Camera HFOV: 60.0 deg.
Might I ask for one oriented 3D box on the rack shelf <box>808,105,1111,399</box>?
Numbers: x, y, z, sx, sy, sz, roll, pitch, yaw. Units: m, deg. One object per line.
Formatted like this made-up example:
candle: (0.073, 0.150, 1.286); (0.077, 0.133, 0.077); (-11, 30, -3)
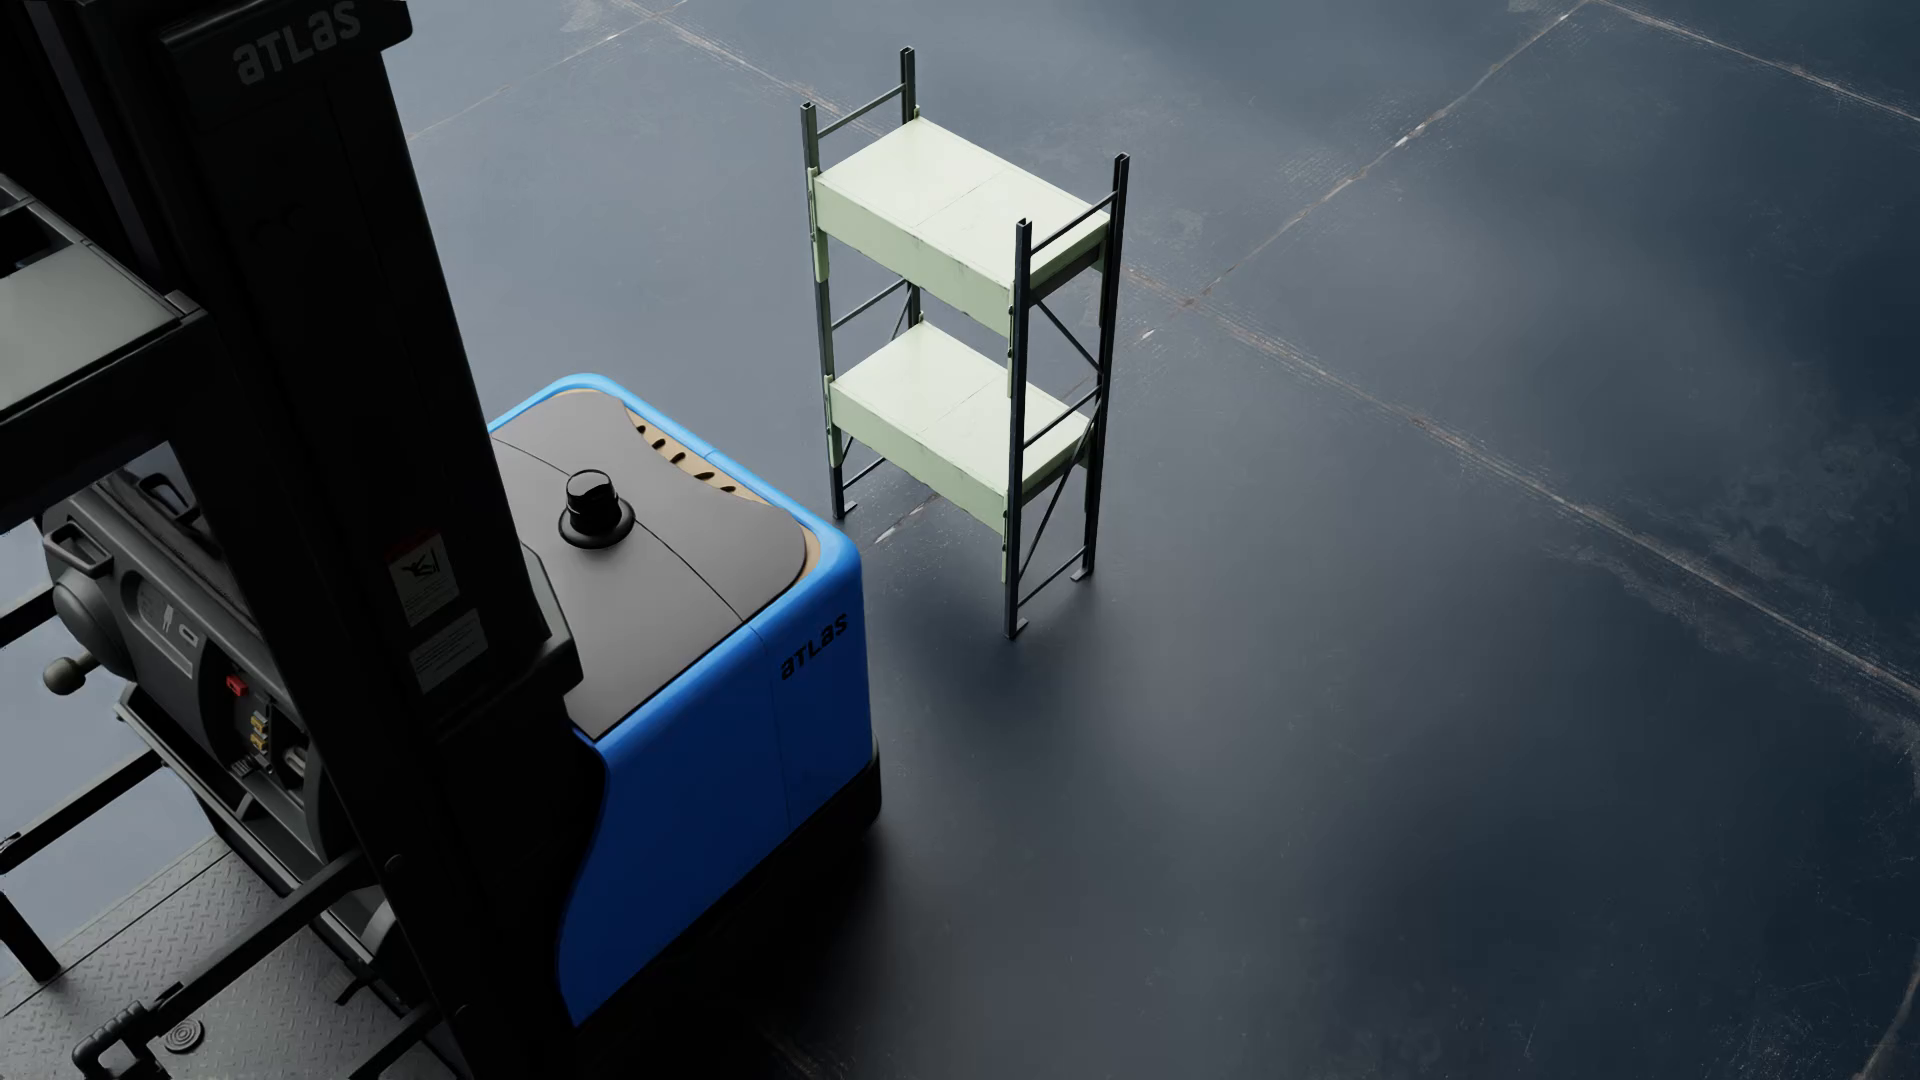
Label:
rack shelf: (0.005, -0.777, 4.416); (0.720, 0.370, 0.431); (34, 55, 28)

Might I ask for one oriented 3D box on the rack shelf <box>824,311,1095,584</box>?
rack shelf: (0.005, -0.287, 4.938); (0.720, 0.370, 0.431); (34, 55, 28)

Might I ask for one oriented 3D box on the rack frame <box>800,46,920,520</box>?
rack frame: (-0.264, -0.691, 4.870); (0.023, 1.500, 0.400); (34, 55, 28)

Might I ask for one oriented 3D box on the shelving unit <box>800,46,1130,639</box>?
shelving unit: (0.005, -0.510, 4.700); (0.755, 1.500, 0.431); (34, 55, 28)

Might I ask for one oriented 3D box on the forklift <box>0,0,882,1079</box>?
forklift: (-1.559, 0.324, 2.935); (1.130, 2.935, 3.031); (33, 55, 27)

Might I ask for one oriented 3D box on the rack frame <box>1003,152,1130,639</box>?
rack frame: (0.274, -0.329, 4.530); (0.023, 1.500, 0.400); (34, 55, 28)
